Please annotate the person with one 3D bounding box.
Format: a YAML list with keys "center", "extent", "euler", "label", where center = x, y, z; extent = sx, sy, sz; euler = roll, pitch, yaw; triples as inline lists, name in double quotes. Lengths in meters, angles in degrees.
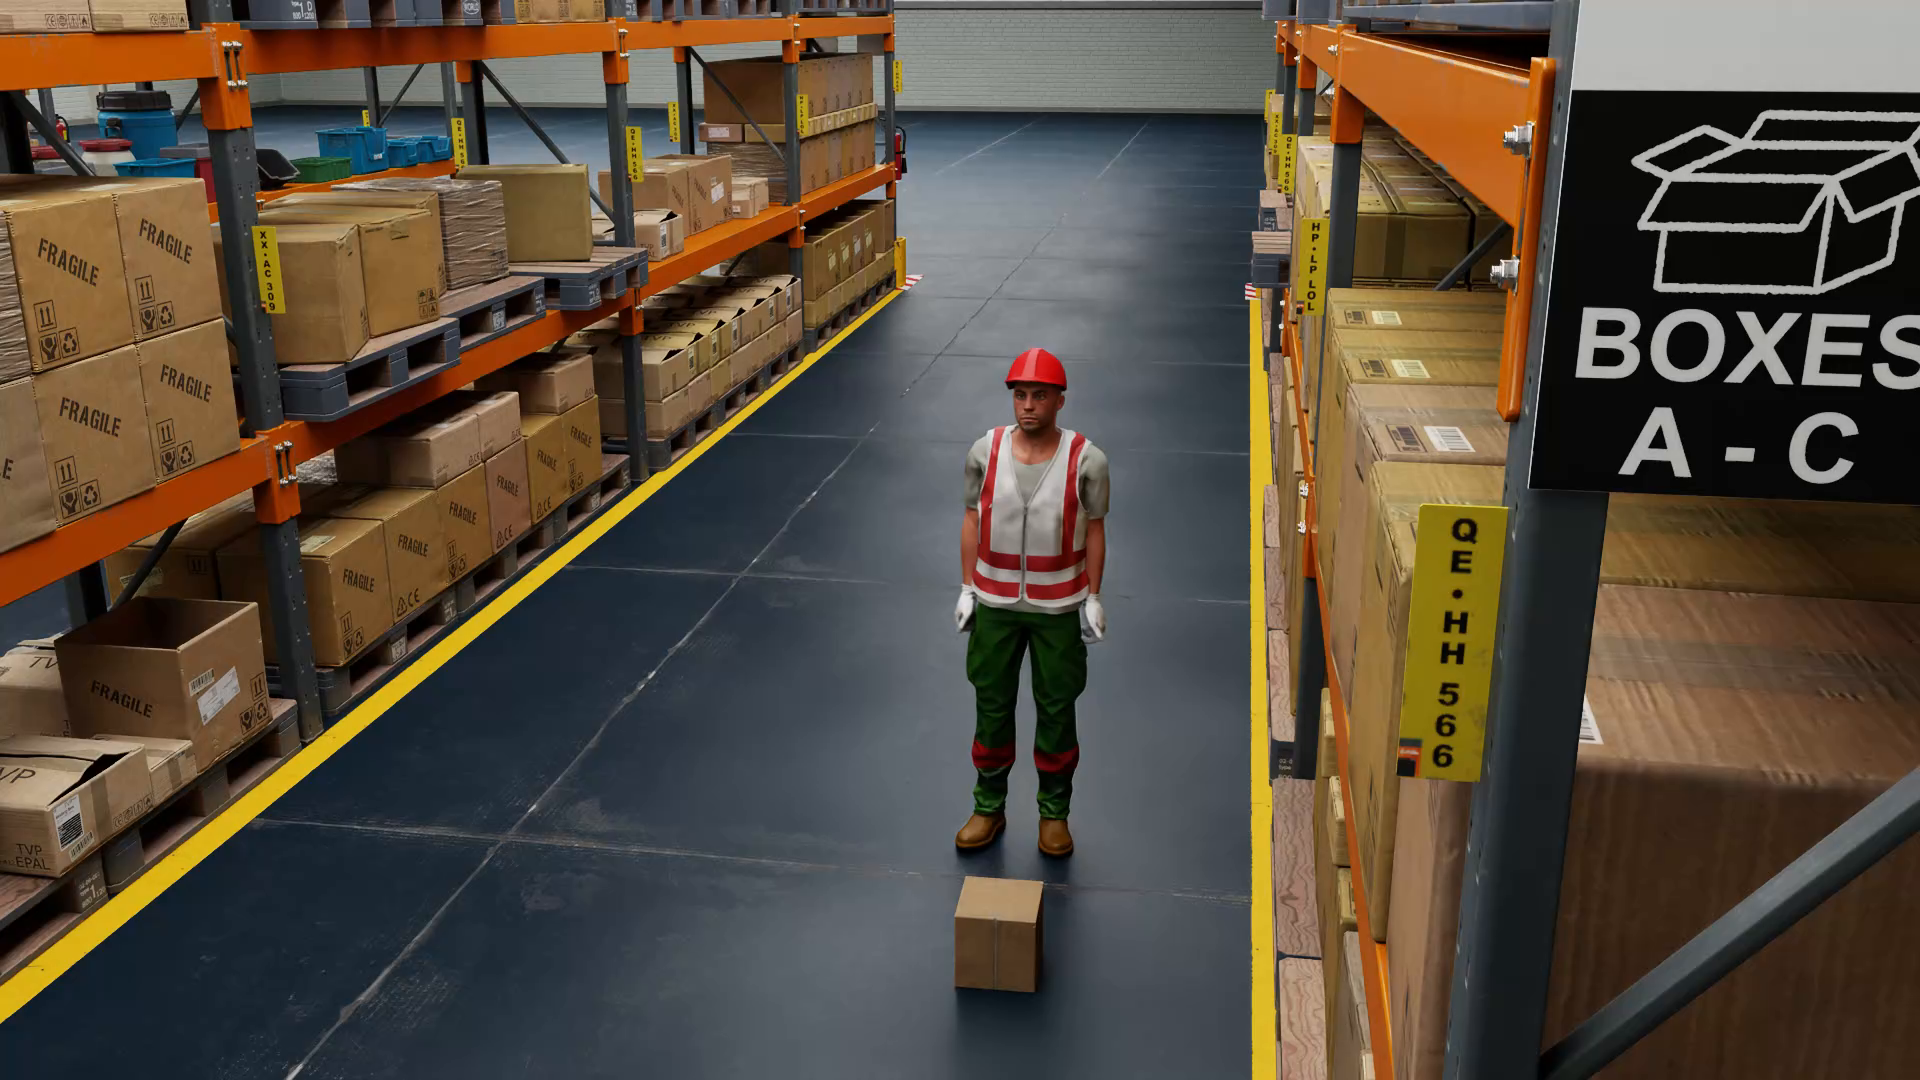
- center: [0.242, 0.227, 5.794]
  extent: [0.535, 1.794, 0.374]
  euler: [3, 18, 9]
  label: "person"
